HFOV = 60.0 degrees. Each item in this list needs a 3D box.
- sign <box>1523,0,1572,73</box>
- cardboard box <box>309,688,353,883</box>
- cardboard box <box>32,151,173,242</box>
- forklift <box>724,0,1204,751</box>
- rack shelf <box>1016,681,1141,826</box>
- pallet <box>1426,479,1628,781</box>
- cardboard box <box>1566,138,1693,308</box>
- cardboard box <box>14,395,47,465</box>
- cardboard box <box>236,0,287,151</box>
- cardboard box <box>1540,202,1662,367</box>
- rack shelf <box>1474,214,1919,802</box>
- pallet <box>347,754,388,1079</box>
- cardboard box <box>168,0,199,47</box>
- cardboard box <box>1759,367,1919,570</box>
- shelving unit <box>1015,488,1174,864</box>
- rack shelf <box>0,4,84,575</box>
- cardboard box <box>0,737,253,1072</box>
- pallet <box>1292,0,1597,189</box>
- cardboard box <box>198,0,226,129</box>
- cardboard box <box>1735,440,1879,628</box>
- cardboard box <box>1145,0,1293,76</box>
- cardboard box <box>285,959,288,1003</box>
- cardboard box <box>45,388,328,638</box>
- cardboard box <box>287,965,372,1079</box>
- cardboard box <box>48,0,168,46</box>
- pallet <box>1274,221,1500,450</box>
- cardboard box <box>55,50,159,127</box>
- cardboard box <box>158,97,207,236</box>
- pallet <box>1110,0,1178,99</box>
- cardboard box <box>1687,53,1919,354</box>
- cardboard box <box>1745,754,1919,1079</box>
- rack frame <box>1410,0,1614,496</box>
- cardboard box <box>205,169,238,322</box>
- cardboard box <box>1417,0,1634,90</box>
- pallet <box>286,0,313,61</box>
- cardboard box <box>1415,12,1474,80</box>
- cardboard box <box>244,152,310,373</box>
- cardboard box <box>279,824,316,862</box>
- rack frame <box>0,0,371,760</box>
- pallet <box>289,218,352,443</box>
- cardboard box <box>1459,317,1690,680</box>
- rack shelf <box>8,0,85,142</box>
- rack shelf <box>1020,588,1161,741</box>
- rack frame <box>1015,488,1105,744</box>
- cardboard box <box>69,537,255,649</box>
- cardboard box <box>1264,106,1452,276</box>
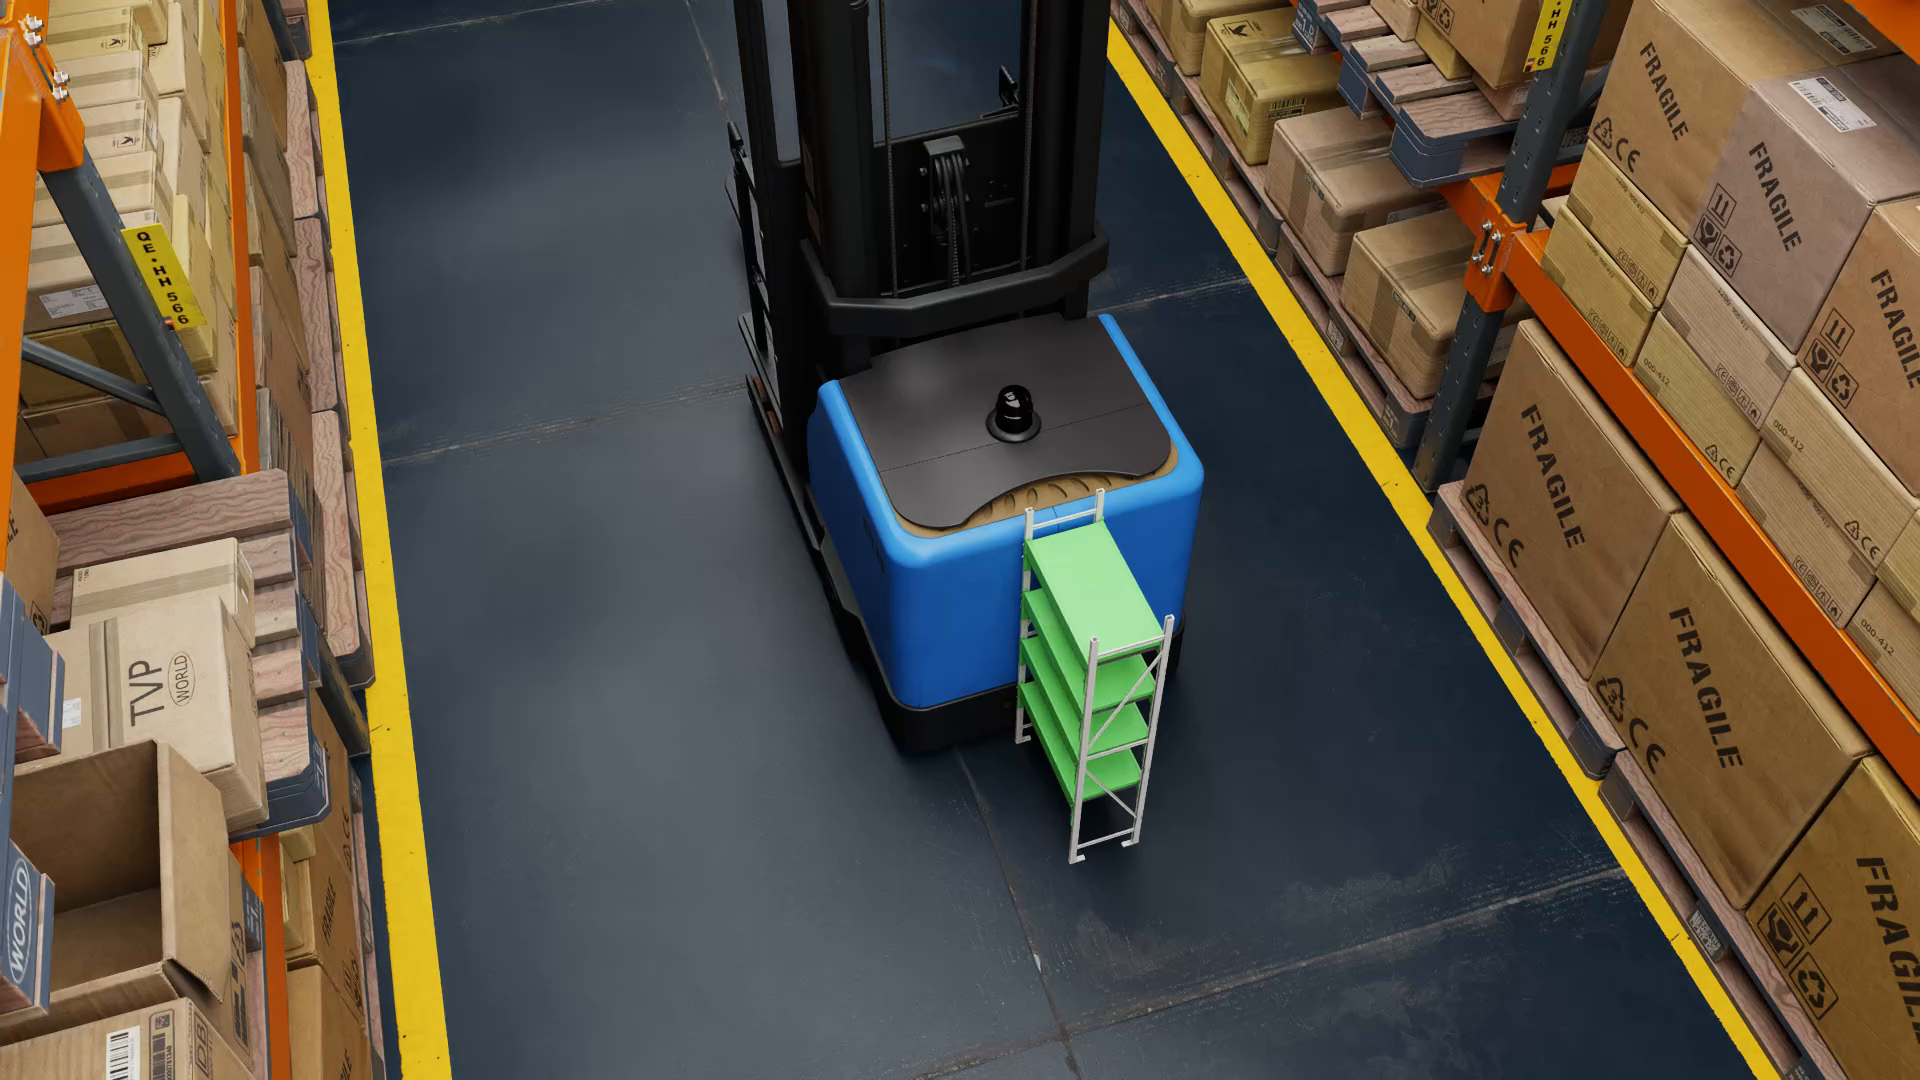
[{"bbox_3d":[1.733,-1.514,4.859,0.100,0.325,0.005,-13,51,-11],"label":"sign"},{"bbox_3d":[-2.162,0.759,5.008,0.500,0.500,0.500,-12,51,-10],"label":"cardboard box"},{"bbox_3d":[-2.385,-0.907,4.563,0.380,0.149,0.250,-12,51,-10],"label":"cardboard box"},{"bbox_3d":[-0.208,-1.393,5.508,1.130,2.935,3.031,-15,52,-12],"label":"forklift"},{"bbox_3d":[0.384,0.644,5.319,0.258,0.148,0.480,-15,52,-12],"label":"rack shelf"},{"bbox_3d":[2.410,0.195,5.947,1.003,0.211,1.213,-13,51,-11],"label":"pallet"},{"bbox_3d":[2.162,-0.983,4.888,0.500,0.250,0.500,-14,51,-11],"label":"cardboard box"},{"bbox_3d":[-2.869,-0.393,4.718,0.500,0.250,0.500,-14,51,-12],"label":"cardboard box"},{"bbox_3d":[-3.510,-2.084,7.324,0.875,0.625,0.625,-11,51,-9],"label":"cardboard box"},{"bbox_3d":[2.153,-0.834,5.089,0.500,0.250,0.500,-14,51,-12],"label":"cardboard box"},{"bbox_3d":[2.840,0.396,4.424,1.077,0.370,4.000,-13,51,-11],"label":"rack shelf"},{"bbox_3d":[-2.307,1.281,5.032,1.003,0.211,1.213,-13,51,-11],"label":"pallet"},{"bbox_3d":[-2.850,-1.783,5.562,0.500,0.250,0.500,-13,51,-10],"label":"cardboard box"},{"bbox_3d":[2.450,-0.239,4.260,0.500,0.250,0.500,-13,51,-11],"label":"cardboard box"},{"bbox_3d":[0.384,0.449,5.087,0.258,1.200,0.503,-15,52,-12],"label":"shelving unit"},{"bbox_3d":[-1.901,0.555,2.329,1.077,0.370,4.000,-13,51,-11],"label":"rack shelf"},{"bbox_3d":[-1.833,0.811,3.263,0.797,0.503,0.637,-14,51,-12],"label":"cardboard box"},{"bbox_3d":[1.936,-1.731,5.873,1.213,0.211,1.003,-13,51,-11],"label":"pallet"},{"bbox_3d":[-2.845,-1.625,5.756,0.500,0.250,0.500,-12,51,-10],"label":"cardboard box"},{"bbox_3d":[2.471,-0.078,4.452,0.500,0.250,0.500,-12,51,-10],"label":"cardboard box"},{"bbox_3d":[1.439,-2.599,7.923,0.950,0.372,0.625,-10,51,-9],"label":"cardboard box"},{"bbox_3d":[-1.923,1.191,4.220,0.380,0.149,0.250,-12,51,-10],"label":"cardboard box"},{"bbox_3d":[-2.663,0.000,5.566,0.875,0.625,0.625,-12,51,-10],"label":"cardboard box"},{"bbox_3d":[-1.866,1.509,4.376,0.500,0.500,0.500,-11,51,-9],"label":"cardboard box"},{"bbox_3d":[-2.697,-1.652,5.191,0.380,0.149,0.250,-12,51,-10],"label":"cardboard box"},{"bbox_3d":[2.019,-0.969,6.928,1.003,0.211,1.213,-13,51,-11],"label":"pallet"},{"bbox_3d":[-2.575,-1.277,4.875,0.380,0.149,0.250,-13,51,-11],"label":"cardboard box"},{"bbox_3d":[-2.537,-1.029,4.927,0.500,0.250,0.500,-12,51,-10],"label":"cardboard box"},{"bbox_3d":[1.297,-2.751,8.431,1.003,0.211,1.213,-13,51,-11],"label":"pallet"},{"bbox_3d":[2.317,-0.875,4.306,0.500,0.500,0.500,-13,51,-11],"label":"cardboard box"},{"bbox_3d":[2.897,1.082,4.491,0.875,0.875,0.875,-12,51,-10],"label":"cardboard box"},{"bbox_3d":[2.249,-1.296,5.381,1.000,3.000,0.127,-13,51,-11],"label":"rack frame"},{"bbox_3d":[-2.534,-0.871,5.120,0.500,0.250,0.500,-14,51,-12],"label":"cardboard box"},{"bbox_3d":[1.849,-1.829,5.295,0.500,0.500,0.500,-15,51,-12],"label":"cardboard box"},{"bbox_3d":[-3.870,-2.784,8.459,1.003,0.211,1.213,-13,51,-11],"label":"pallet"},{"bbox_3d":[1.778,-1.716,5.625,0.380,0.149,0.250,-13,51,-10],"label":"cardboard box"},{"bbox_3d":[-3.063,-0.967,6.382,0.875,0.625,0.625,-15,52,-12],"label":"cardboard box"},{"bbox_3d":[-1.994,0.786,4.562,0.380,0.149,0.250,-16,52,-13],"label":"cardboard box"},{"bbox_3d":[-2.492,-0.171,4.432,1.000,3.000,0.127,-13,51,-11],"label":"rack frame"},{"bbox_3d":[-3.055,-0.772,6.763,1.003,0.211,1.213,-13,51,-11],"label":"pallet"},{"bbox_3d":[2.373,-0.223,5.592,0.875,0.875,0.875,-14,51,-11],"label":"cardboard box"},{"bbox_3d":[-3.083,-2.367,4.792,1.077,0.370,4.000,-13,51,-11],"label":"rack shelf"},{"bbox_3d":[0.384,0.335,4.952,0.258,0.148,0.480,-15,52,-12],"label":"rack shelf"},{"bbox_3d":[0.303,0.273,5.235,0.240,1.200,0.015,-15,52,-12],"label":"rack frame"},{"bbox_3d":[-1.931,0.167,4.037,0.380,0.149,0.250,-12,51,-10],"label":"cardboard box"},{"bbox_3d":[1.865,-1.537,7.028,0.950,0.372,0.625,-14,51,-12],"label":"cardboard box"}]
